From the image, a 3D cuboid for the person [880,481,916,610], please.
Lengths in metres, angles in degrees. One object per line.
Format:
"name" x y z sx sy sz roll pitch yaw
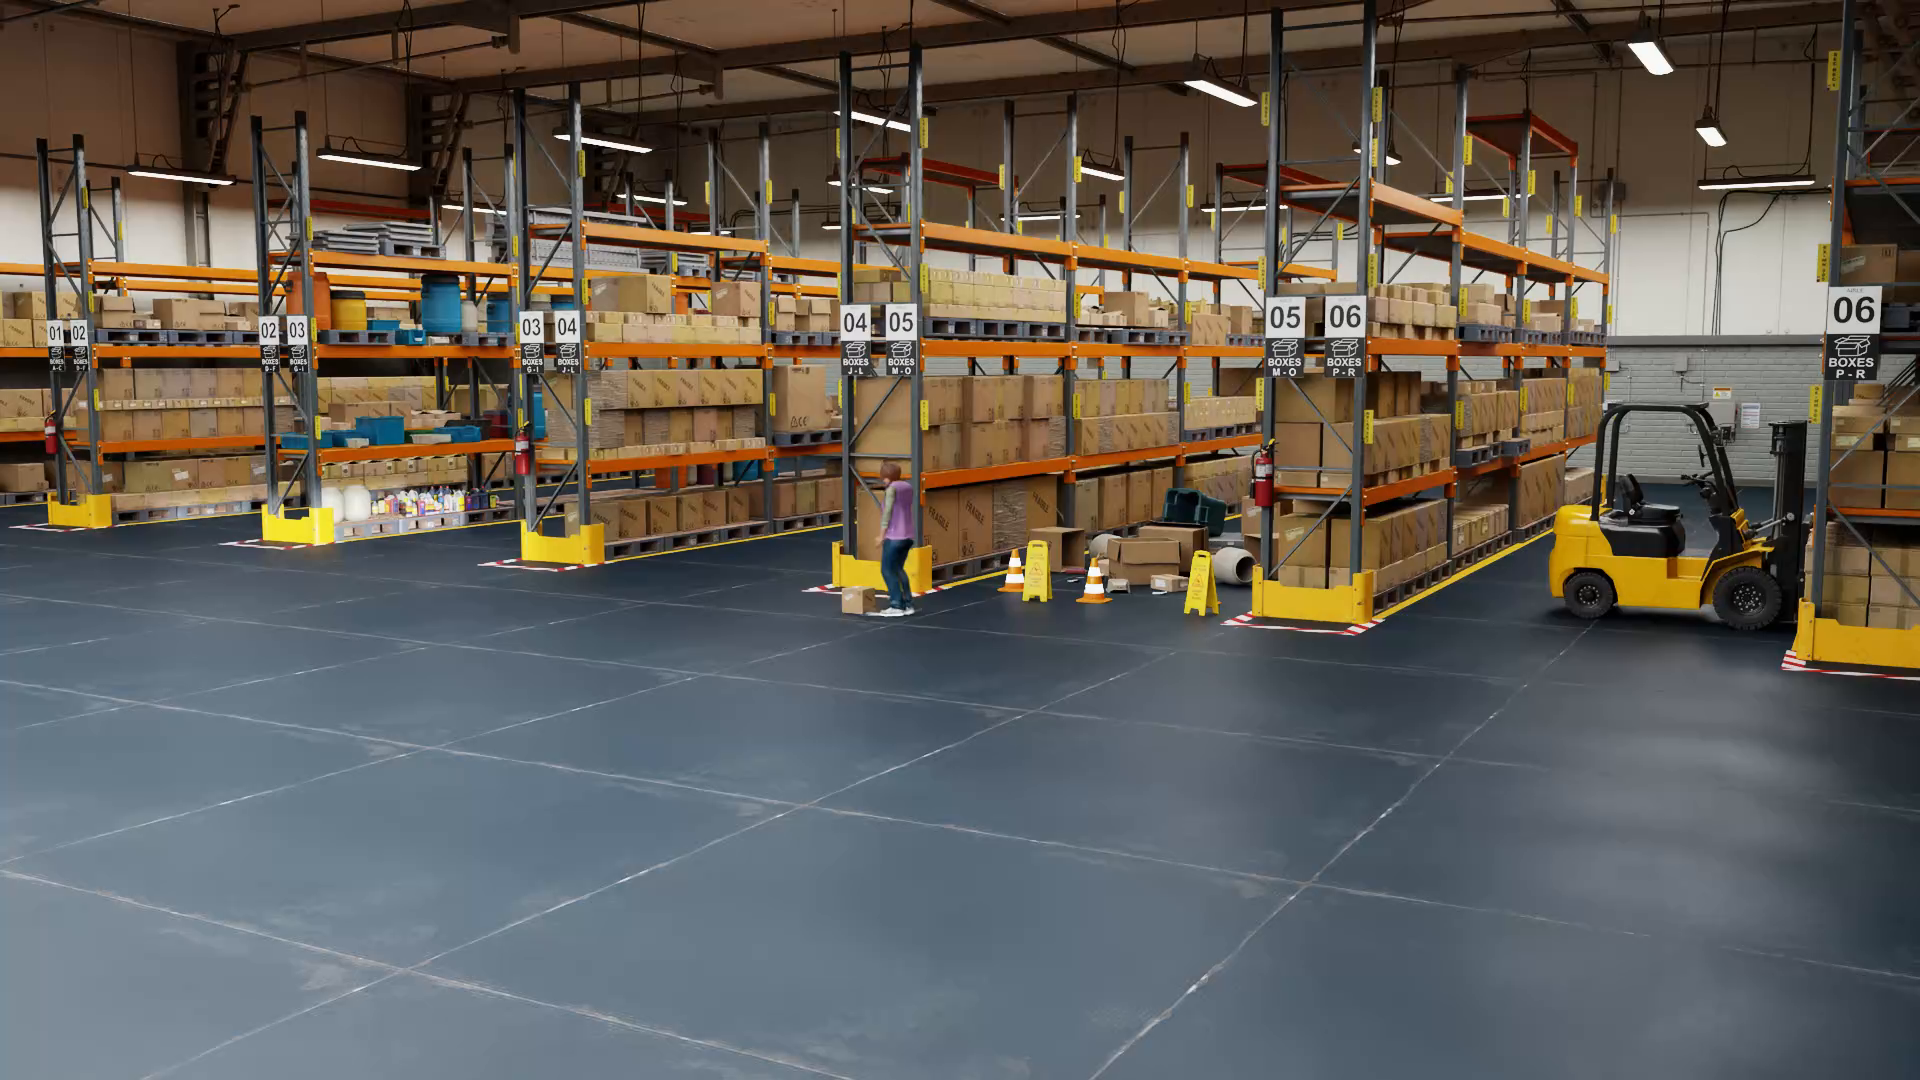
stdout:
"person" -0.627 0.055 16.792 0.309 1.299 0.420 4 7 30
